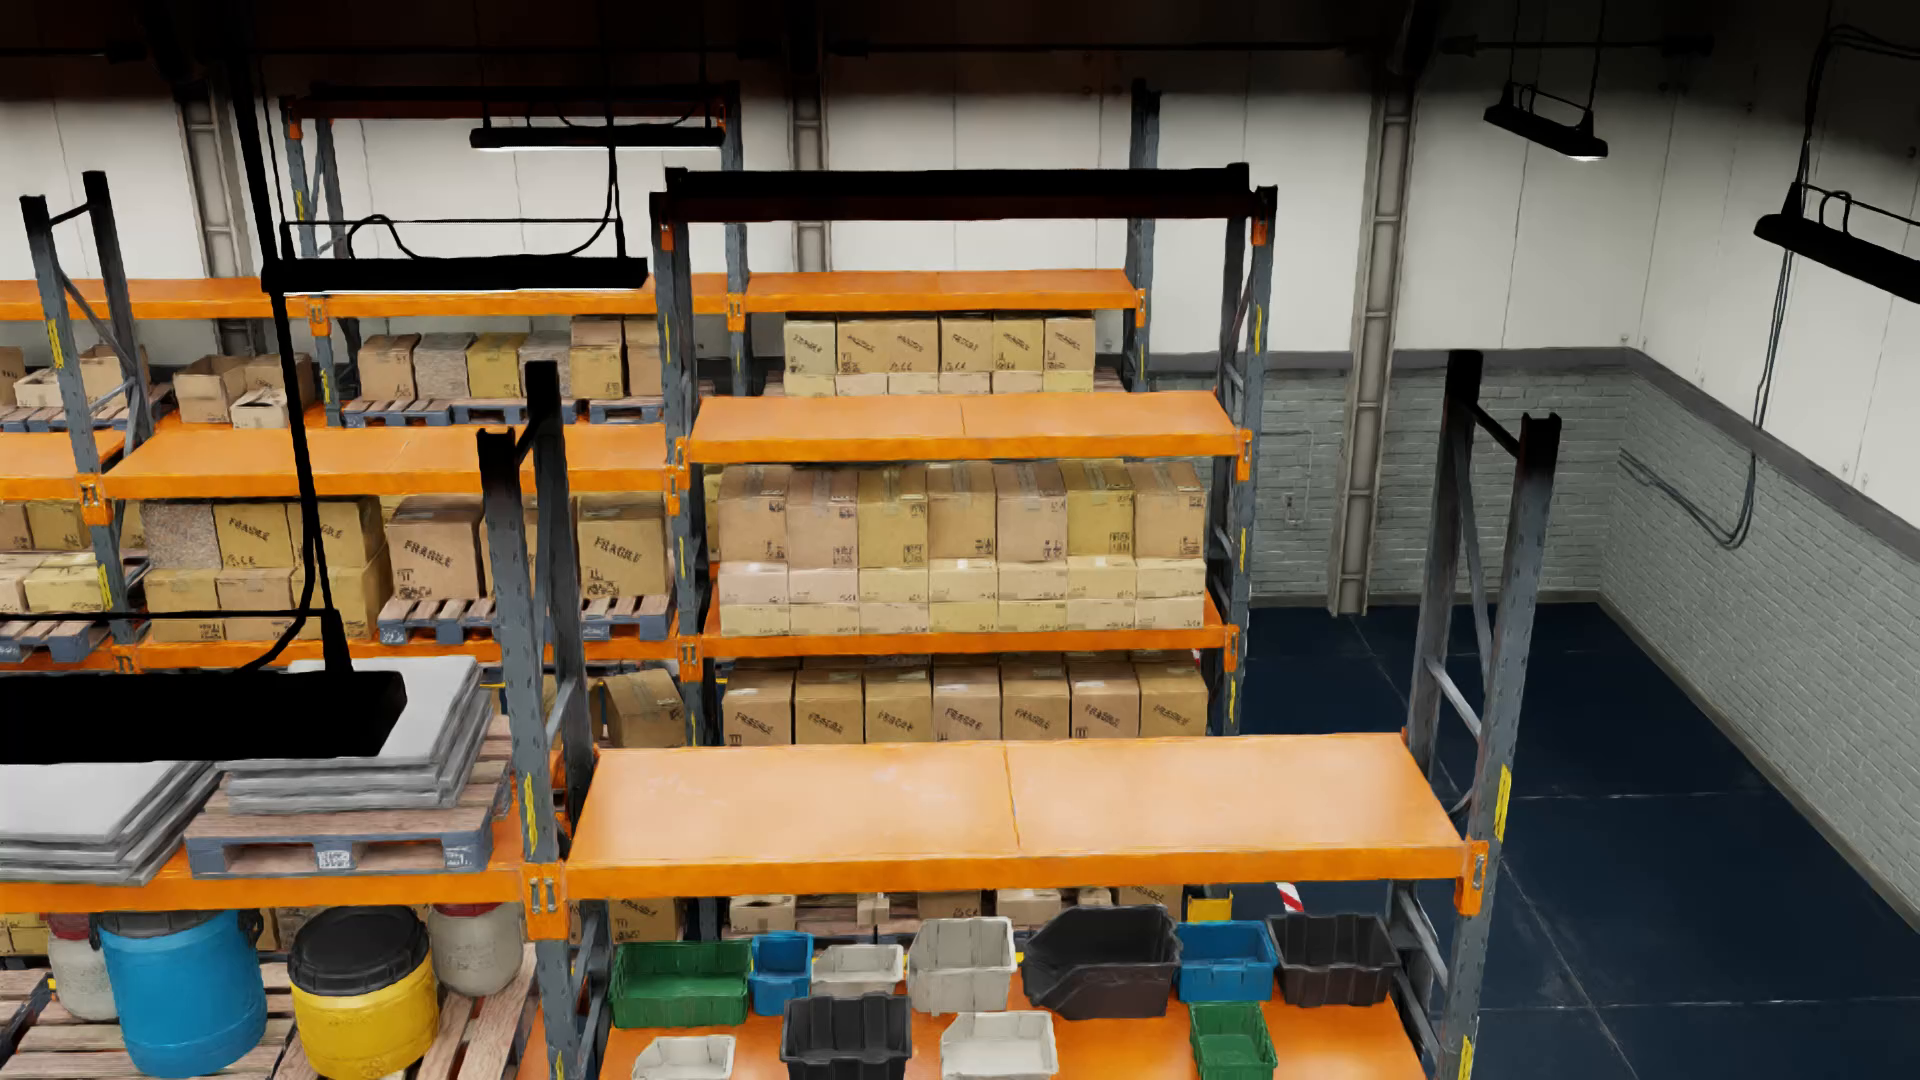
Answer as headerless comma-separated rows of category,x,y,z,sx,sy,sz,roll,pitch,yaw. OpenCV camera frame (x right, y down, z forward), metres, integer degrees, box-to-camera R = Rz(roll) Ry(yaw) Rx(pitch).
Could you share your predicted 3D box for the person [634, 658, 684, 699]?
person,-2.958,1.048,16.264,1.110,1.725,0.600,-1,22,-4
